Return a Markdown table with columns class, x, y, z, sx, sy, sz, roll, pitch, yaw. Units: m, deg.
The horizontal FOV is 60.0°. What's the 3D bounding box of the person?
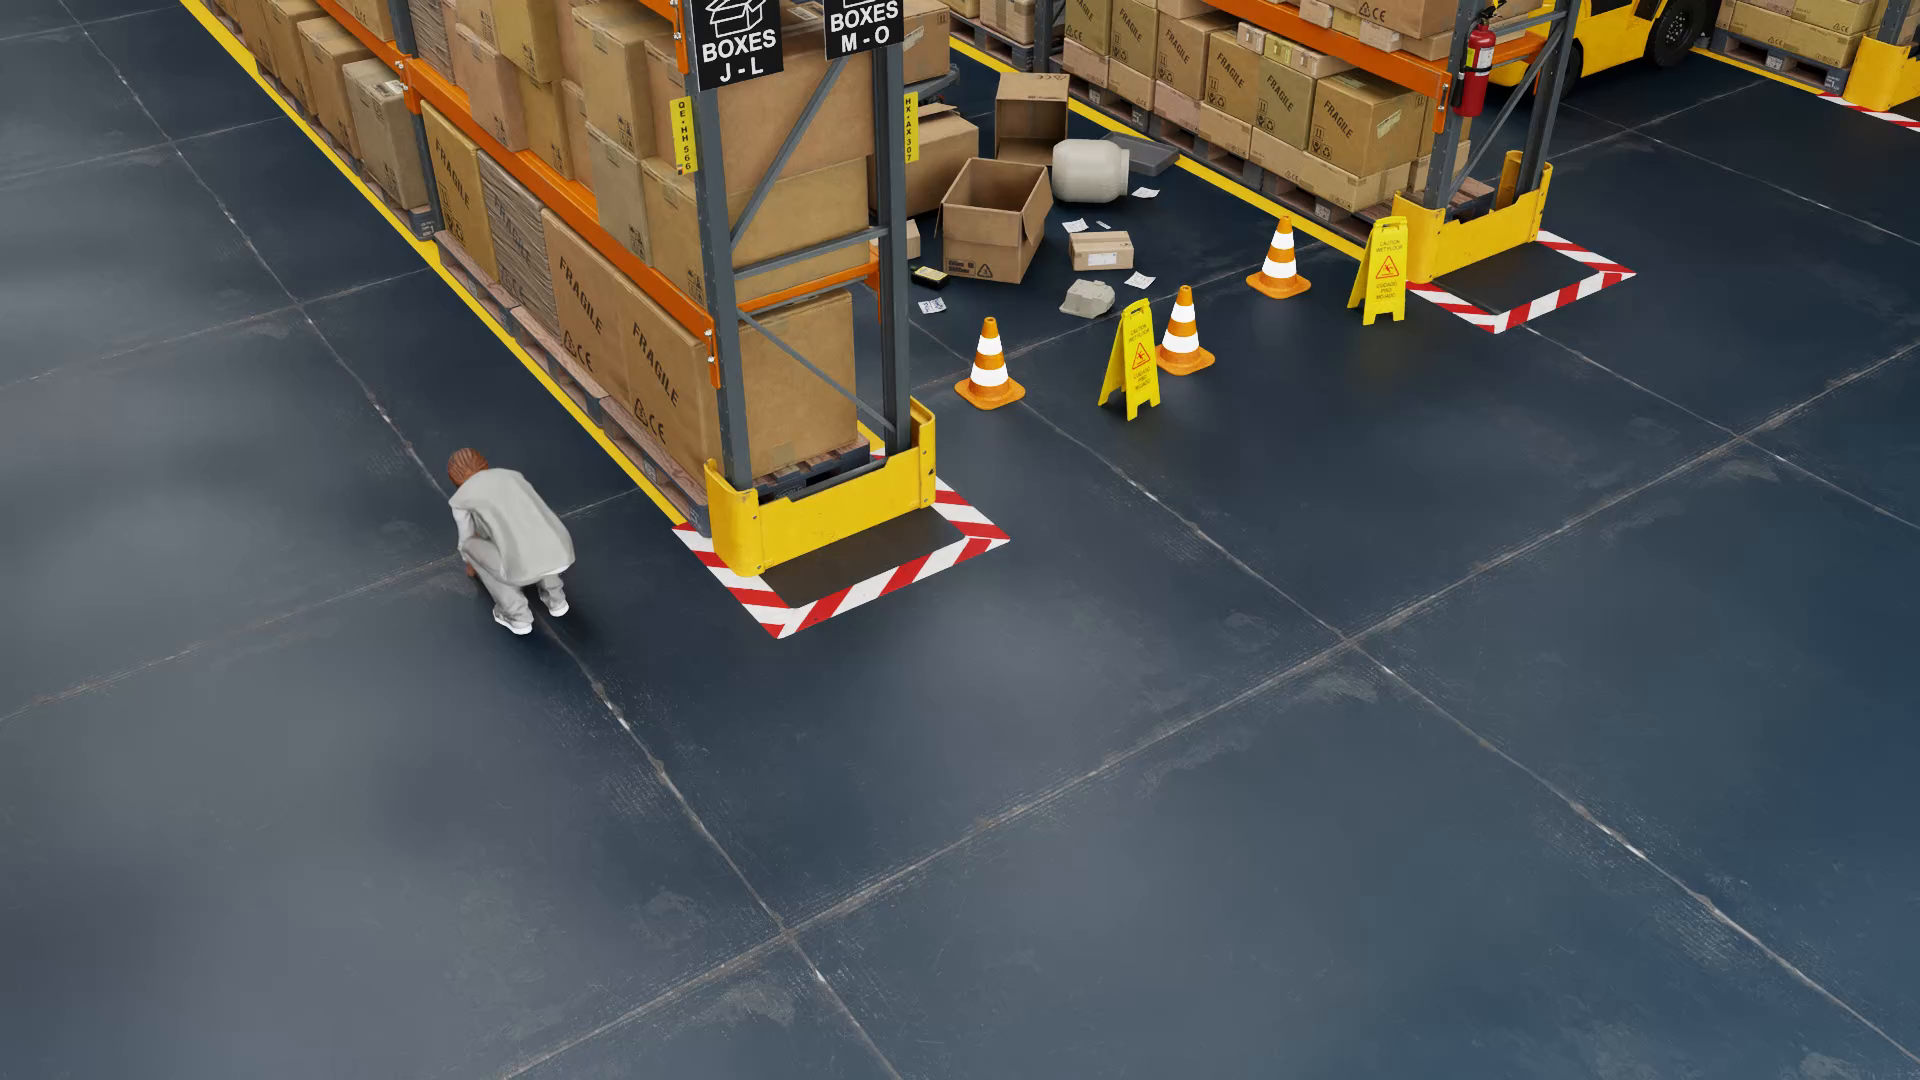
| class | x | y | z | sx | sy | sz | roll | pitch | yaw |
| --- | --- | --- | --- | --- | --- | --- | --- | --- | --- |
| person | -2.095 | 0.032 | 7.770 | 0.422 | 0.707 | 0.850 | -24 | 43 | -28 |
